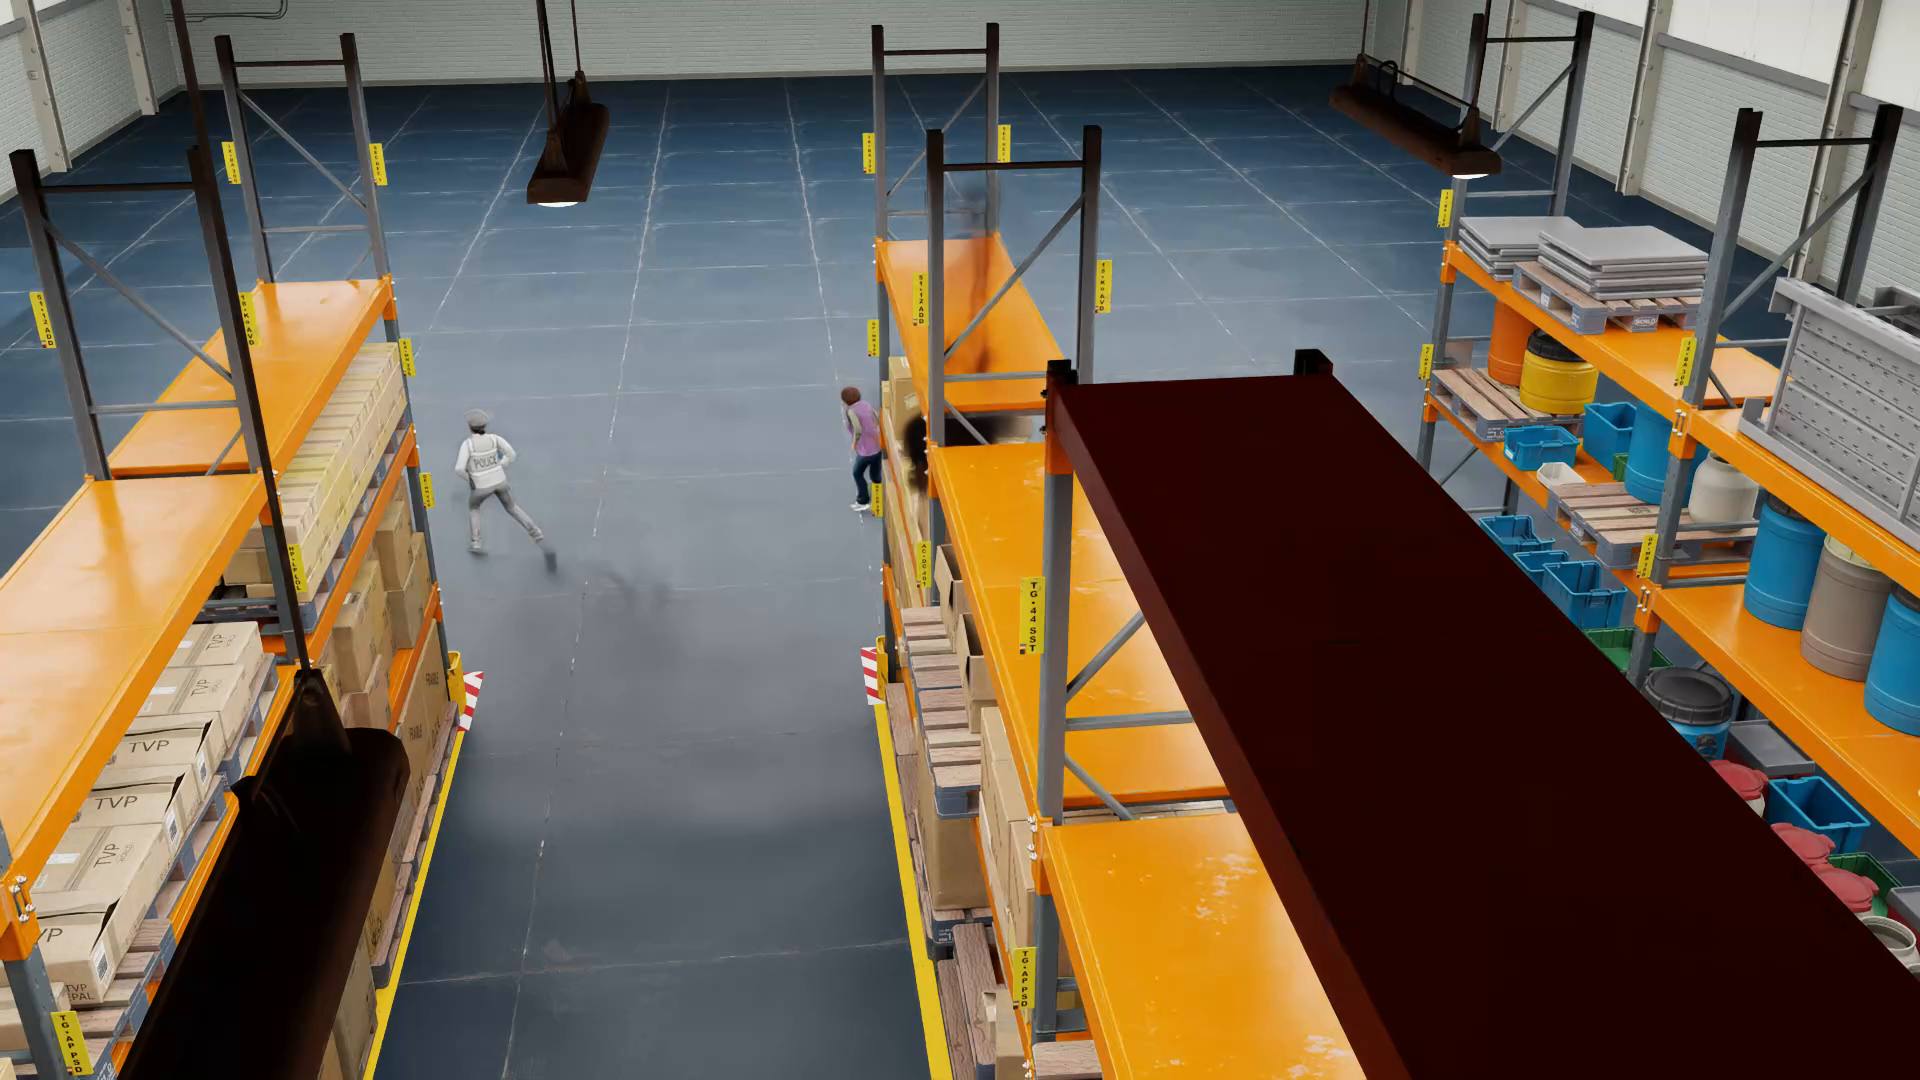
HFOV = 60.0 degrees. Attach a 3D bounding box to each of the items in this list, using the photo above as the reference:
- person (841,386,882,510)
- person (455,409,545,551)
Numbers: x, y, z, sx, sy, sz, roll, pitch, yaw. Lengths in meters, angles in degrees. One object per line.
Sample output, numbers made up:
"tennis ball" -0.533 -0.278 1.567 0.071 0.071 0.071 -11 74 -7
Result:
"person" -0.943 -0.956 18.787 0.870 1.549 0.550 11 28 22
"person" -5.020 -0.596 17.876 0.841 1.688 0.713 -21 32 -36
